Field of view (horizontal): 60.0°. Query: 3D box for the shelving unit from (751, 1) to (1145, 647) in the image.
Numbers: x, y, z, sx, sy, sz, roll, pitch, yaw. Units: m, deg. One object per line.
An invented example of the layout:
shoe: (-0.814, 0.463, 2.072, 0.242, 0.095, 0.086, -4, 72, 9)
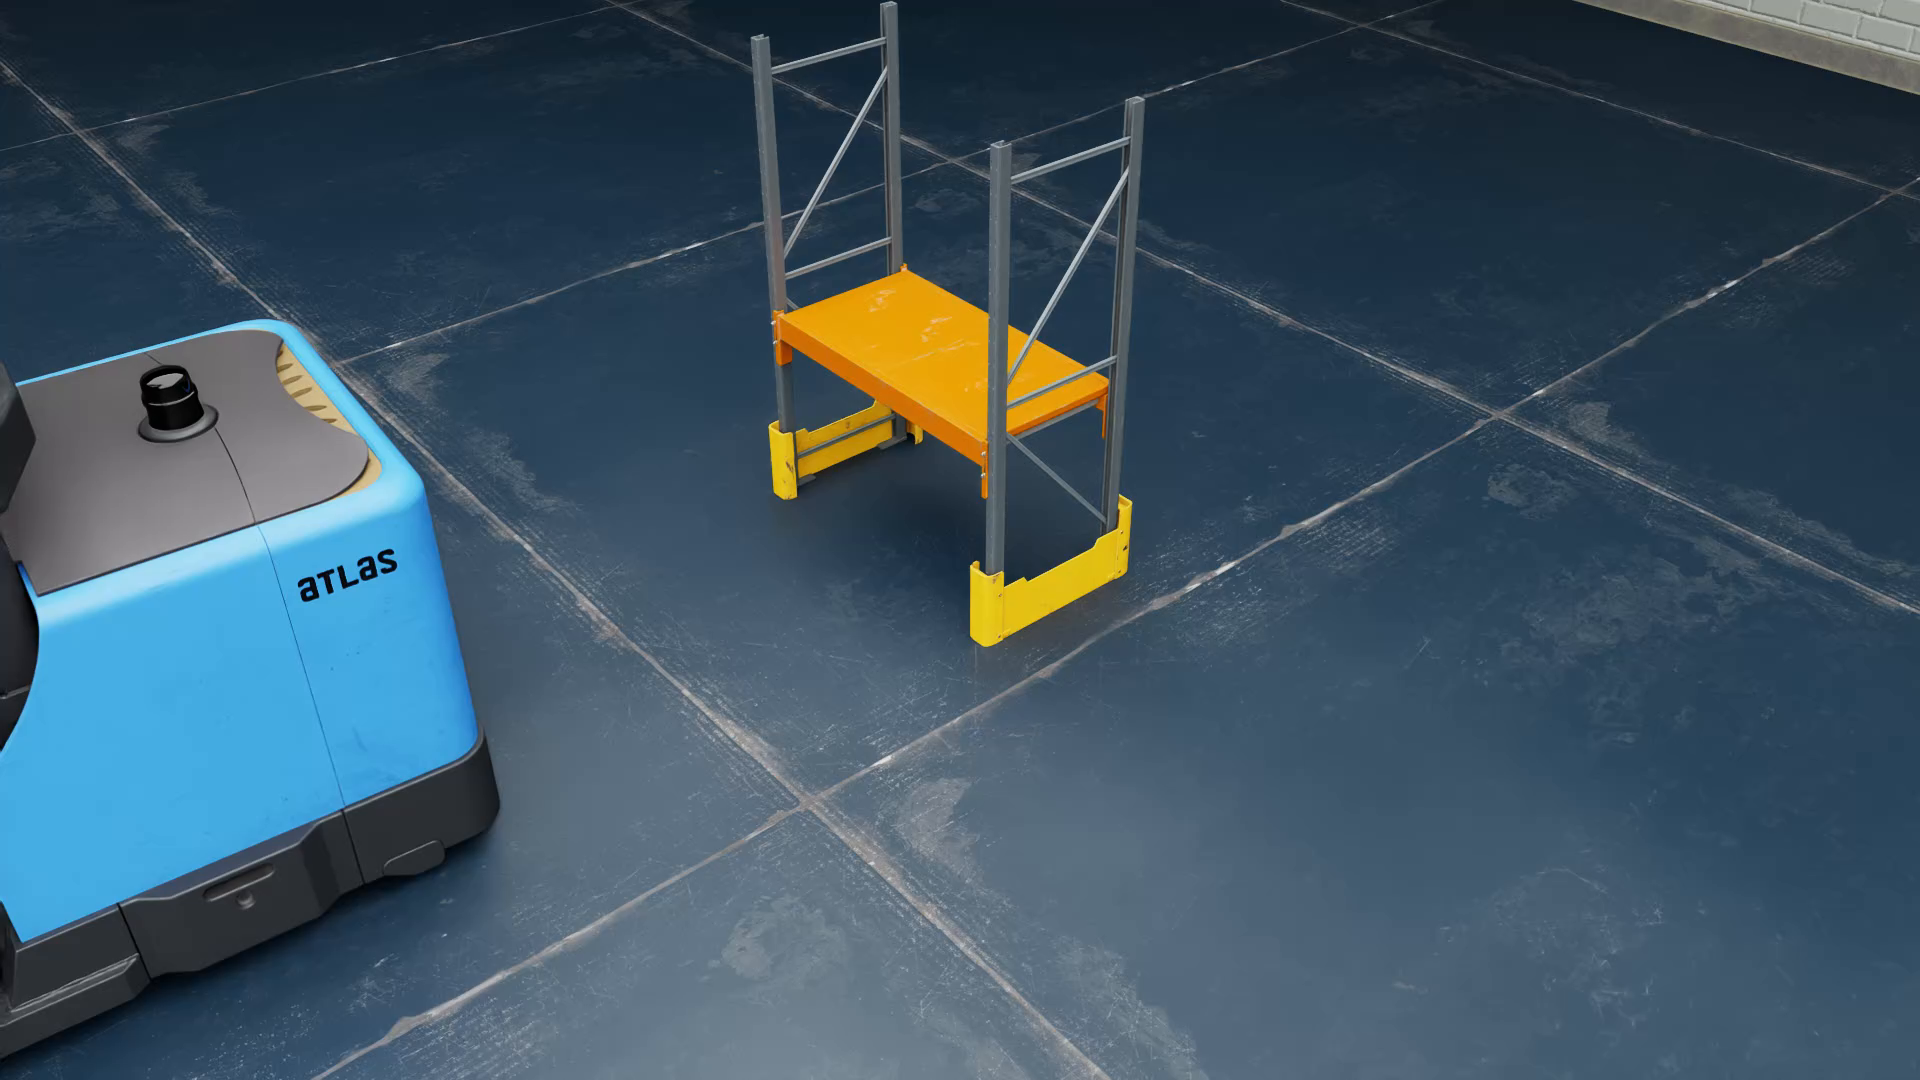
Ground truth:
shelving unit: (-0.049, -0.646, 4.864, 0.587, 1.500, 1.083, -26, 43, -32)

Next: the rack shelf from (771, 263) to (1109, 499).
rack shelf: (-0.055, -0.503, 4.974, 0.538, 0.185, 1.000, -26, 43, -32)

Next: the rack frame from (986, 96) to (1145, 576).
rack frame: (0.273, -0.425, 4.553, 0.500, 1.500, 0.032, -26, 43, -32)

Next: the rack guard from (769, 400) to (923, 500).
rack guard: (-0.371, -0.356, 5.536, 0.587, 0.250, 0.087, -26, 43, -32)

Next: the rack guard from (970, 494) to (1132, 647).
rack guard: (0.272, 0.084, 4.915, 0.587, 0.250, 0.087, -26, 43, -32)

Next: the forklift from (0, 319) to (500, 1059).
forklift: (-2.647, -0.177, 2.964, 3.031, 2.935, 1.130, -23, 41, -29)

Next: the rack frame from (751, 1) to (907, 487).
rack frame: (-0.383, -0.874, 5.187, 0.500, 1.500, 0.032, -26, 43, -32)
